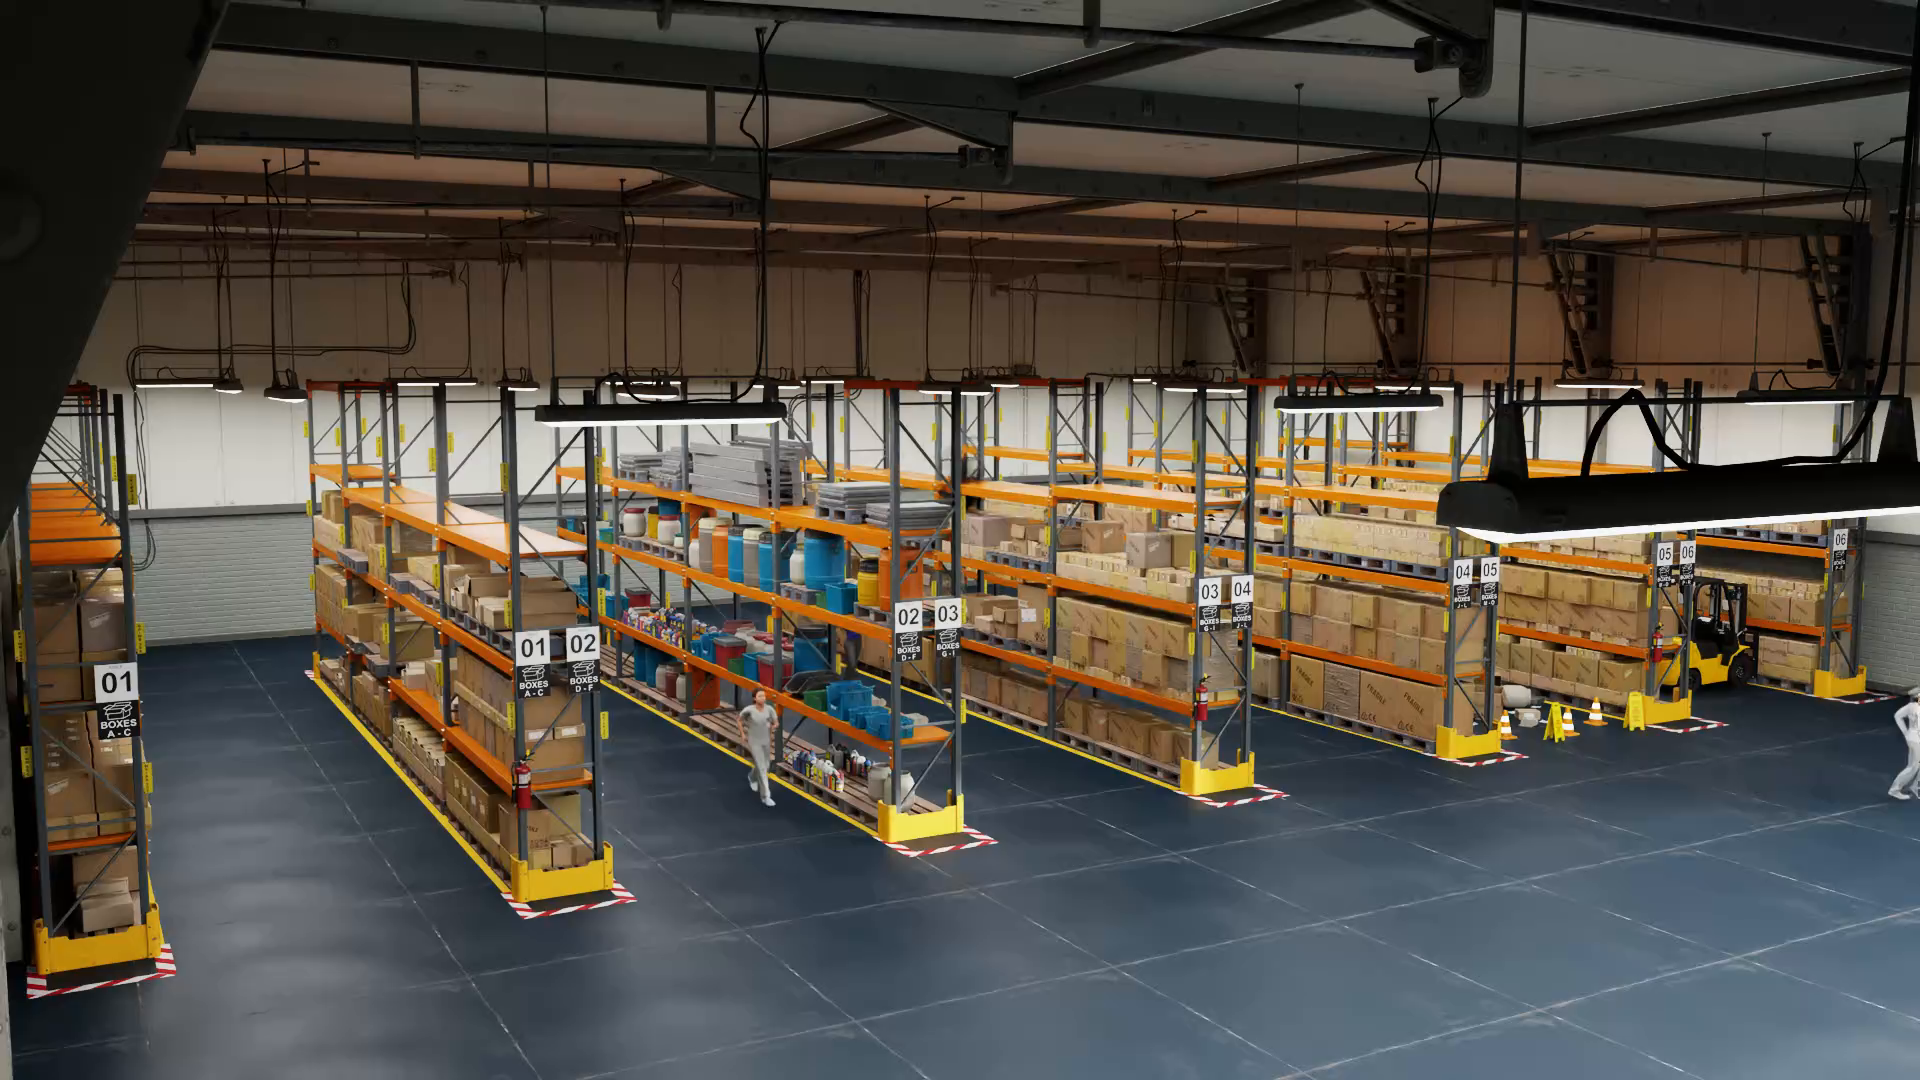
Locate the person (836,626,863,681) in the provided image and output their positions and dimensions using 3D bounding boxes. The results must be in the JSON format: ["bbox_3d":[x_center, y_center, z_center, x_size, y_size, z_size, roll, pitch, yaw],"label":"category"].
[{"bbox_3d":[-1.959,1.991,30.463,0.550,1.733,0.737,-5,8,-40],"label":"person"}]

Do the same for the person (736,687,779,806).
[{"bbox_3d":[-2.898,2.931,23.968,0.565,1.652,0.947,-4,7,-30],"label":"person"}]

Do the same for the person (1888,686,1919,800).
[{"bbox_3d":[13.804,2.952,23.969,0.715,1.744,0.595,2,6,19],"label":"person"}]
